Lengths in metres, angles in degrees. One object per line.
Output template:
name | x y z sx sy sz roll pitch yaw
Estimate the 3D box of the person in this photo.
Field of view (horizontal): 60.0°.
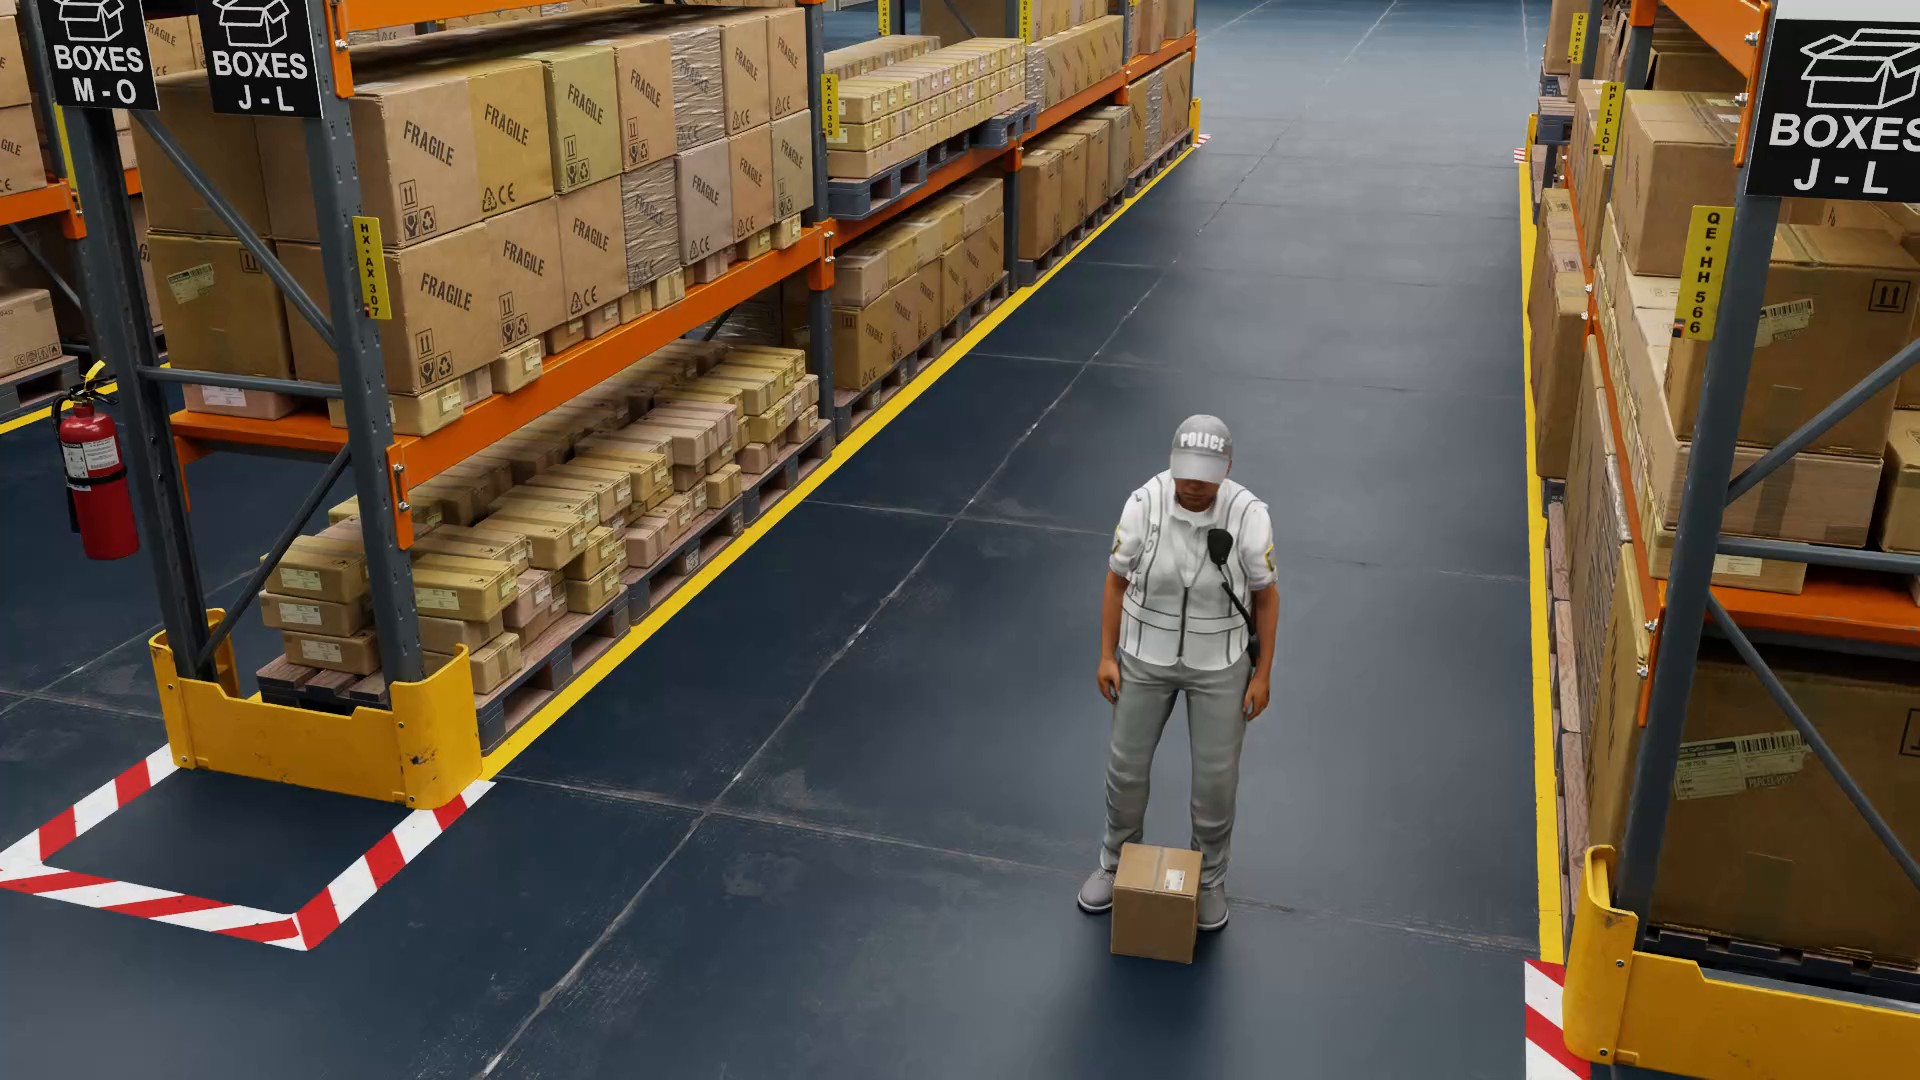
person | 0.676 0.395 5.106 0.560 1.667 0.465 6 23 13
